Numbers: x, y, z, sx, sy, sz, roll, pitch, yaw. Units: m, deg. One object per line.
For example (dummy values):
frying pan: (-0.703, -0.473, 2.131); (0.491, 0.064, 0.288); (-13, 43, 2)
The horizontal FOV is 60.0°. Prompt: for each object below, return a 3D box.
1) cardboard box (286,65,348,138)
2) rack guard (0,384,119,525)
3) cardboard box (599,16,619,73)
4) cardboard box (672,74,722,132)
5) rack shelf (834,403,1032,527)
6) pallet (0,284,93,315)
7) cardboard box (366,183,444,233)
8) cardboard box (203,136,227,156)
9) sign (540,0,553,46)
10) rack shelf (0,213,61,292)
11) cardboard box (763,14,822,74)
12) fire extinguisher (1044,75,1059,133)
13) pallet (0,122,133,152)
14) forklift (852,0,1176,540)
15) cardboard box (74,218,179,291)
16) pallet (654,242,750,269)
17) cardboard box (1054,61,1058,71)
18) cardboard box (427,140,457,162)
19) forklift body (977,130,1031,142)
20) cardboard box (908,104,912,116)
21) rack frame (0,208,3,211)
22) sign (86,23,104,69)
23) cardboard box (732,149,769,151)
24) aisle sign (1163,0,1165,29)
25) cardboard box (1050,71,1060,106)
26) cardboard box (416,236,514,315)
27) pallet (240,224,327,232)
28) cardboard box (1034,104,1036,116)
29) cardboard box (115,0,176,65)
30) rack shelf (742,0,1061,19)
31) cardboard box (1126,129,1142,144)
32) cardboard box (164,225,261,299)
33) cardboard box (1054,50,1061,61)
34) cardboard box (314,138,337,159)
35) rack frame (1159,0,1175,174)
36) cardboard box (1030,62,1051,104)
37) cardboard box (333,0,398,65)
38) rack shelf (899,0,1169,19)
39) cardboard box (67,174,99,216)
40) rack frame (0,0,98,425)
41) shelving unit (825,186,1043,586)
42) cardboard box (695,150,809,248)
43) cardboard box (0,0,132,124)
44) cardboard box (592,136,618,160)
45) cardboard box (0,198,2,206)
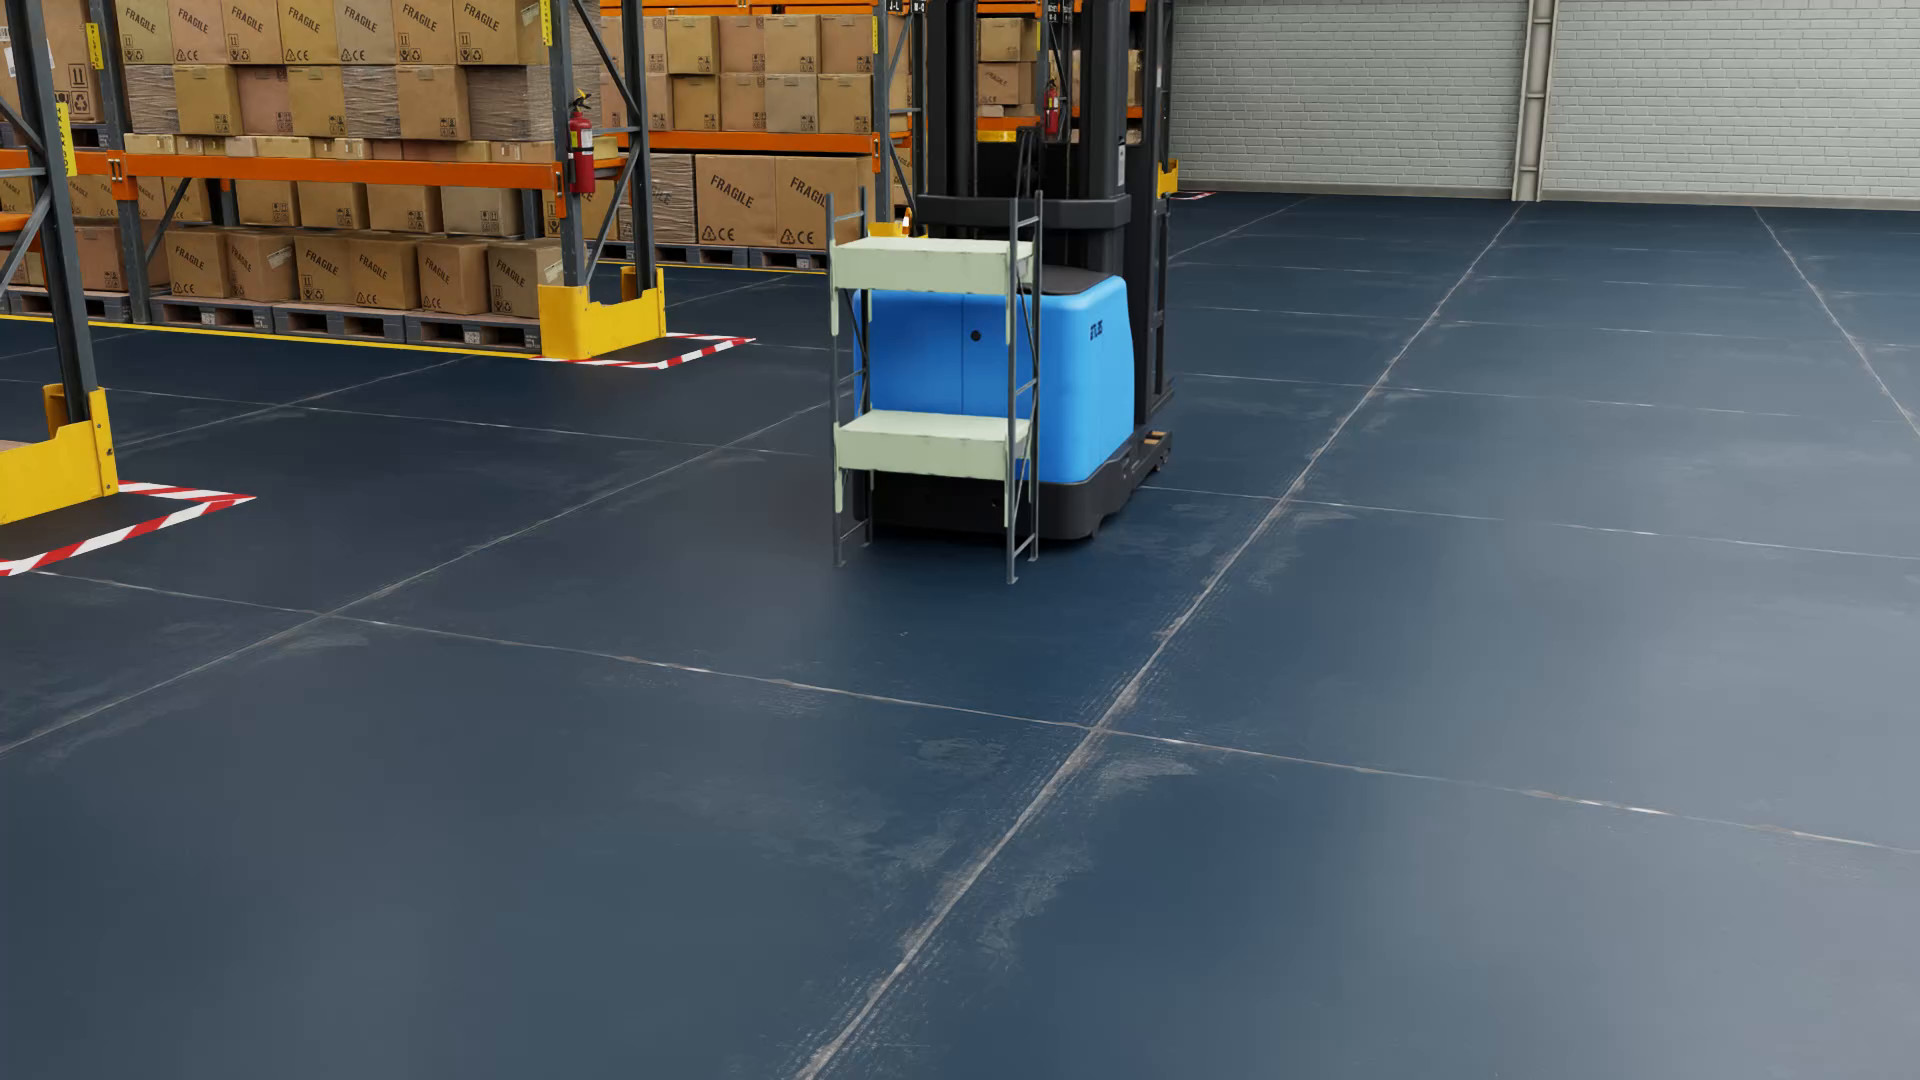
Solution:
cardboard box: (-4.401, -3.224, 12.186); (0.500, 0.500, 0.875); (6, 17, 21)
rack guard: (-4.385, -0.344, 7.461); (0.348, 0.500, 1.175); (6, 17, 21)
cardboard box: (-3.402, -5.036, 16.935); (0.550, 0.550, 0.875); (6, 17, 21)
cardboard box: (-2.430, -4.391, 16.651); (0.500, 0.550, 0.875); (6, 17, 21)
rack shelf: (-0.096, -0.312, 6.726); (0.720, 0.370, 0.431); (5, 17, 17)
pallet: (-8.064, -2.107, 14.052); (1.213, 0.211, 1.003); (6, 17, 21)
cardboard box: (-5.793, -3.779, 18.094); (0.750, 0.750, 1.050); (6, 17, 21)
cardboard box: (-5.405, -2.951, 12.410); (0.250, 0.149, 0.380); (6, 17, 21)
sign: (-2.702, -3.399, 10.858); (0.005, 0.325, 0.100); (6, 17, 21)
rack shelf: (-6.158, -1.408, 7.933); (4.000, 0.370, 1.077); (6, 17, 21)
cardboard box: (-1.442, -4.780, 16.053); (0.550, 0.550, 0.875); (6, 17, 21)
fire extinguisher: (1.094, -5.235, 19.965); (0.183, 0.674, 0.296); (6, 17, 21)
pallet: (-6.858, -3.266, 13.388); (1.213, 0.211, 1.003); (6, 17, 21)
forklift: (0.461, -1.778, 8.040); (1.130, 2.935, 3.031); (5, 17, 17)
cardboard box: (-6.764, -2.322, 13.485); (0.500, 0.500, 0.700); (5, 17, 16)
pallet: (-2.469, -2.957, 16.980); (1.213, 0.211, 1.003); (6, 17, 21)
cardboard box: (1.589, -7.118, 24.968); (0.250, 0.149, 0.380); (6, 17, 19)
cardboard box: (-3.531, -2.756, 11.736); (0.250, 0.149, 0.380); (6, 17, 21)
forklift body: (0.541, -6.004, 23.998); (1.214, 2.155, 2.313); (6, 17, 21)
cardboard box: (-0.486, -5.378, 20.770); (0.250, 0.149, 0.380); (6, 17, 20)
rack frame: (-11.729, -5.337, 20.176); (0.127, 3.000, 1.000); (6, 17, 21)
sign: (-6.401, -3.654, 12.303); (0.005, 0.325, 0.100); (6, 17, 21)
cardboard box: (-3.282, -6.439, 27.478); (0.625, 0.625, 0.875); (7, 18, 22)
aisle sign: (2.927, -7.857, 24.194); (0.004, 0.787, 0.394); (6, 17, 21)
cardboard box: (1.464, -6.829, 25.138); (0.500, 0.500, 0.500); (6, 17, 20)
cardboard box: (-3.623, -1.955, 12.257); (0.500, 0.500, 0.500); (12, 20, 35)
pallet: (-7.302, -3.488, 18.811); (1.213, 0.211, 1.003); (6, 17, 21)
cardboard box: (0.916, -5.371, 20.745); (0.250, 0.149, 0.380); (6, 17, 21)
cardboard box: (-5.876, -3.801, 12.381); (0.500, 0.500, 0.500); (6, 17, 21)
rack shelf: (-0.704, -6.703, 20.793); (4.000, 0.370, 1.077); (6, 17, 21)
cardboard box: (2.431, -6.019, 24.911); (0.500, 0.250, 0.500); (7, 18, 22)
cardboard box: (-5.843, -2.192, 13.075); (0.500, 0.500, 0.500); (6, 17, 19)
cardboard box: (1.582, -7.255, 24.908); (0.250, 0.149, 0.380); (7, 18, 22)
cardboard box: (-4.462, -2.858, 12.088); (0.250, 0.149, 0.380); (6, 17, 21)
rack frame: (2.974, -6.691, 24.841); (0.127, 3.000, 1.000); (6, 17, 21)
cardboard box: (0.817, -5.715, 20.765); (0.500, 0.500, 0.500); (6, 17, 20)
cardboard box: (-4.014, -3.598, 11.680); (0.500, 0.500, 0.500); (6, 17, 21)
rack shelf: (1.114, -7.991, 25.228); (4.000, 0.370, 1.077); (6, 17, 21)
cardboard box: (-10.154, -4.090, 19.612); (0.500, 0.500, 0.500); (7, 17, 22)
rack frame: (-4.297, -1.549, 7.128); (0.127, 3.000, 1.000); (6, 17, 21)
shelving unit: (-0.096, -0.625, 6.635); (0.755, 1.500, 0.431); (5, 17, 17)
cardboard box: (-2.040, -3.432, 16.674); (0.875, 0.875, 0.875); (6, 17, 20)
cardboard box: (-6.889, -3.850, 13.225); (1.000, 1.000, 1.000); (6, 17, 21)
cardboard box: (-2.657, -2.803, 11.901); (0.250, 0.149, 0.380); (6, 17, 21)
cardboard box: (-11.950, -4.290, 20.931); (0.250, 0.149, 0.380); (5, 17, 18)
